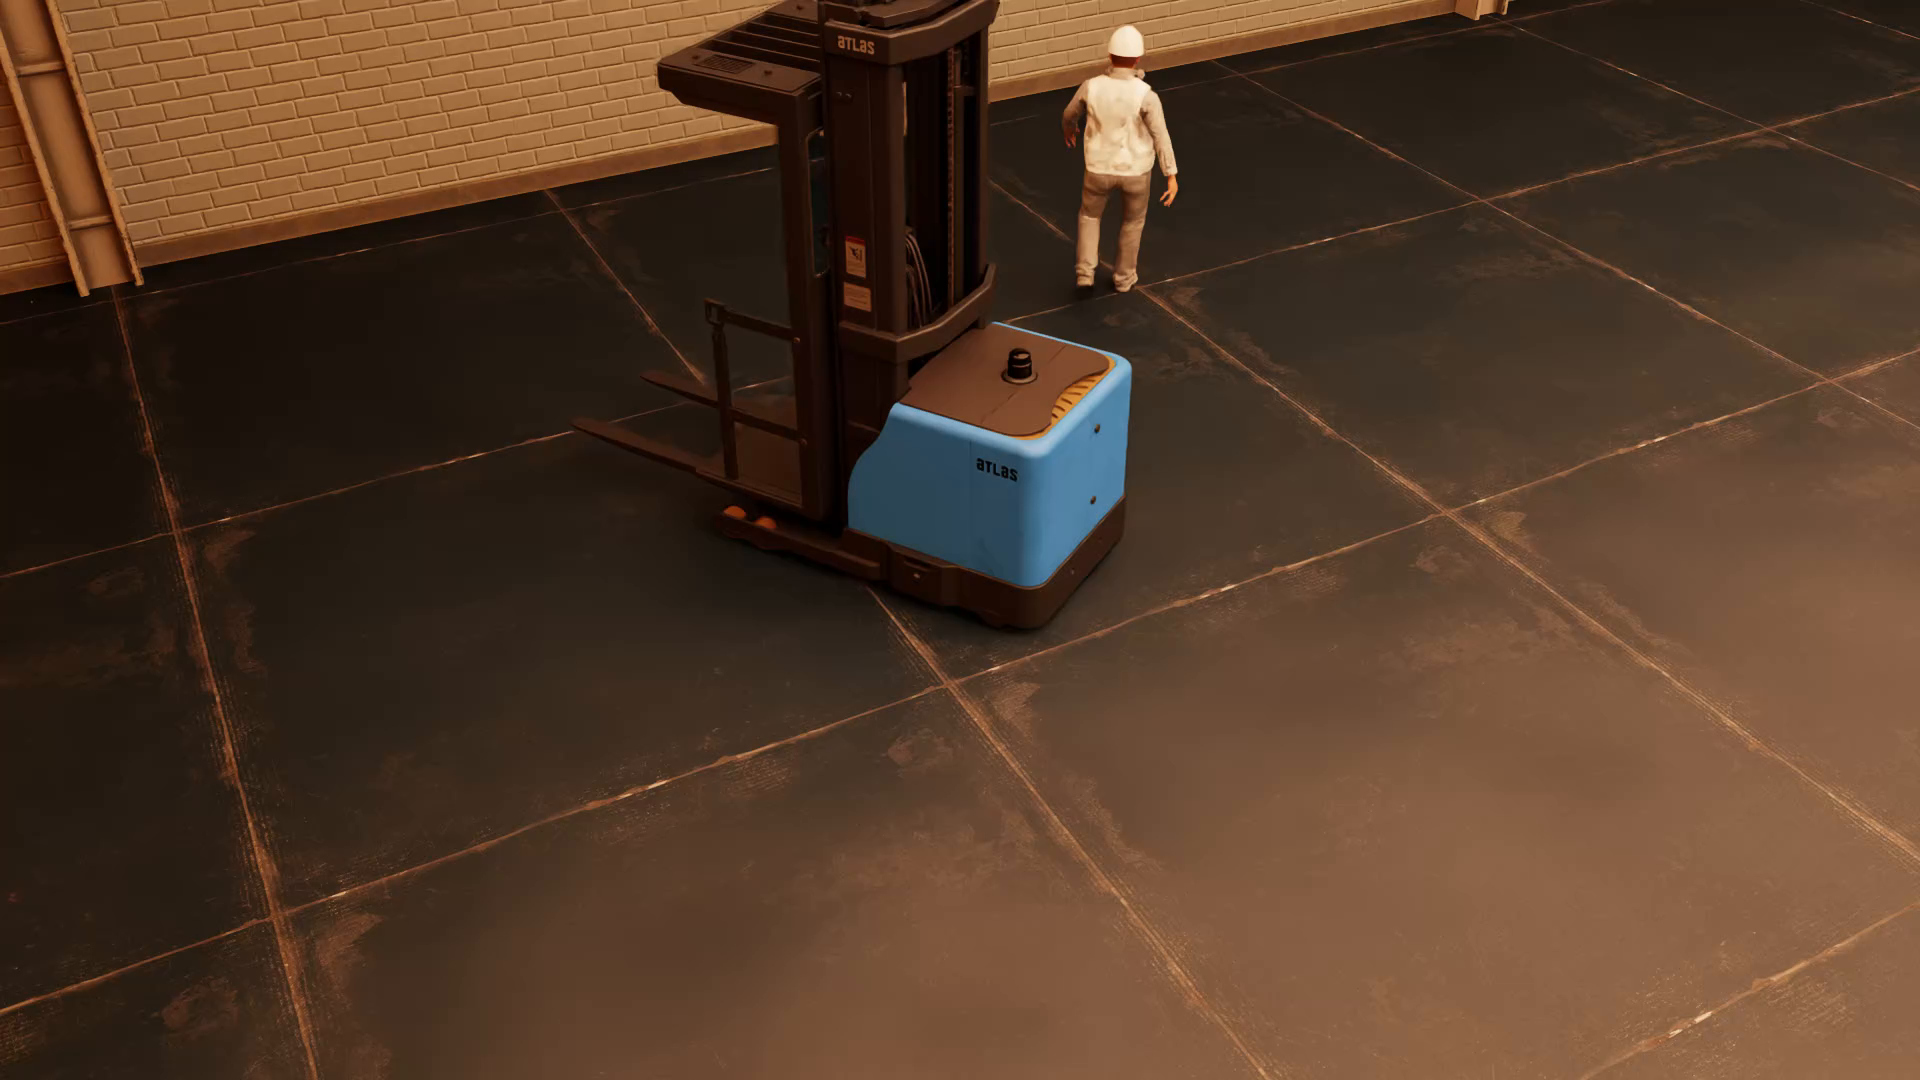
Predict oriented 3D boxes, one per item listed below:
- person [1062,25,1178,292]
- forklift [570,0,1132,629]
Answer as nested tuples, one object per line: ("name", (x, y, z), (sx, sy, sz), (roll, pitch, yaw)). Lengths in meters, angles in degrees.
("person", (1.002, -2.361, 10.487), (0.803, 1.755, 0.630), (9, 36, 13))
("forklift", (-0.685, -1.392, 8.092), (3.031, 2.935, 1.130), (19, 39, 24))
